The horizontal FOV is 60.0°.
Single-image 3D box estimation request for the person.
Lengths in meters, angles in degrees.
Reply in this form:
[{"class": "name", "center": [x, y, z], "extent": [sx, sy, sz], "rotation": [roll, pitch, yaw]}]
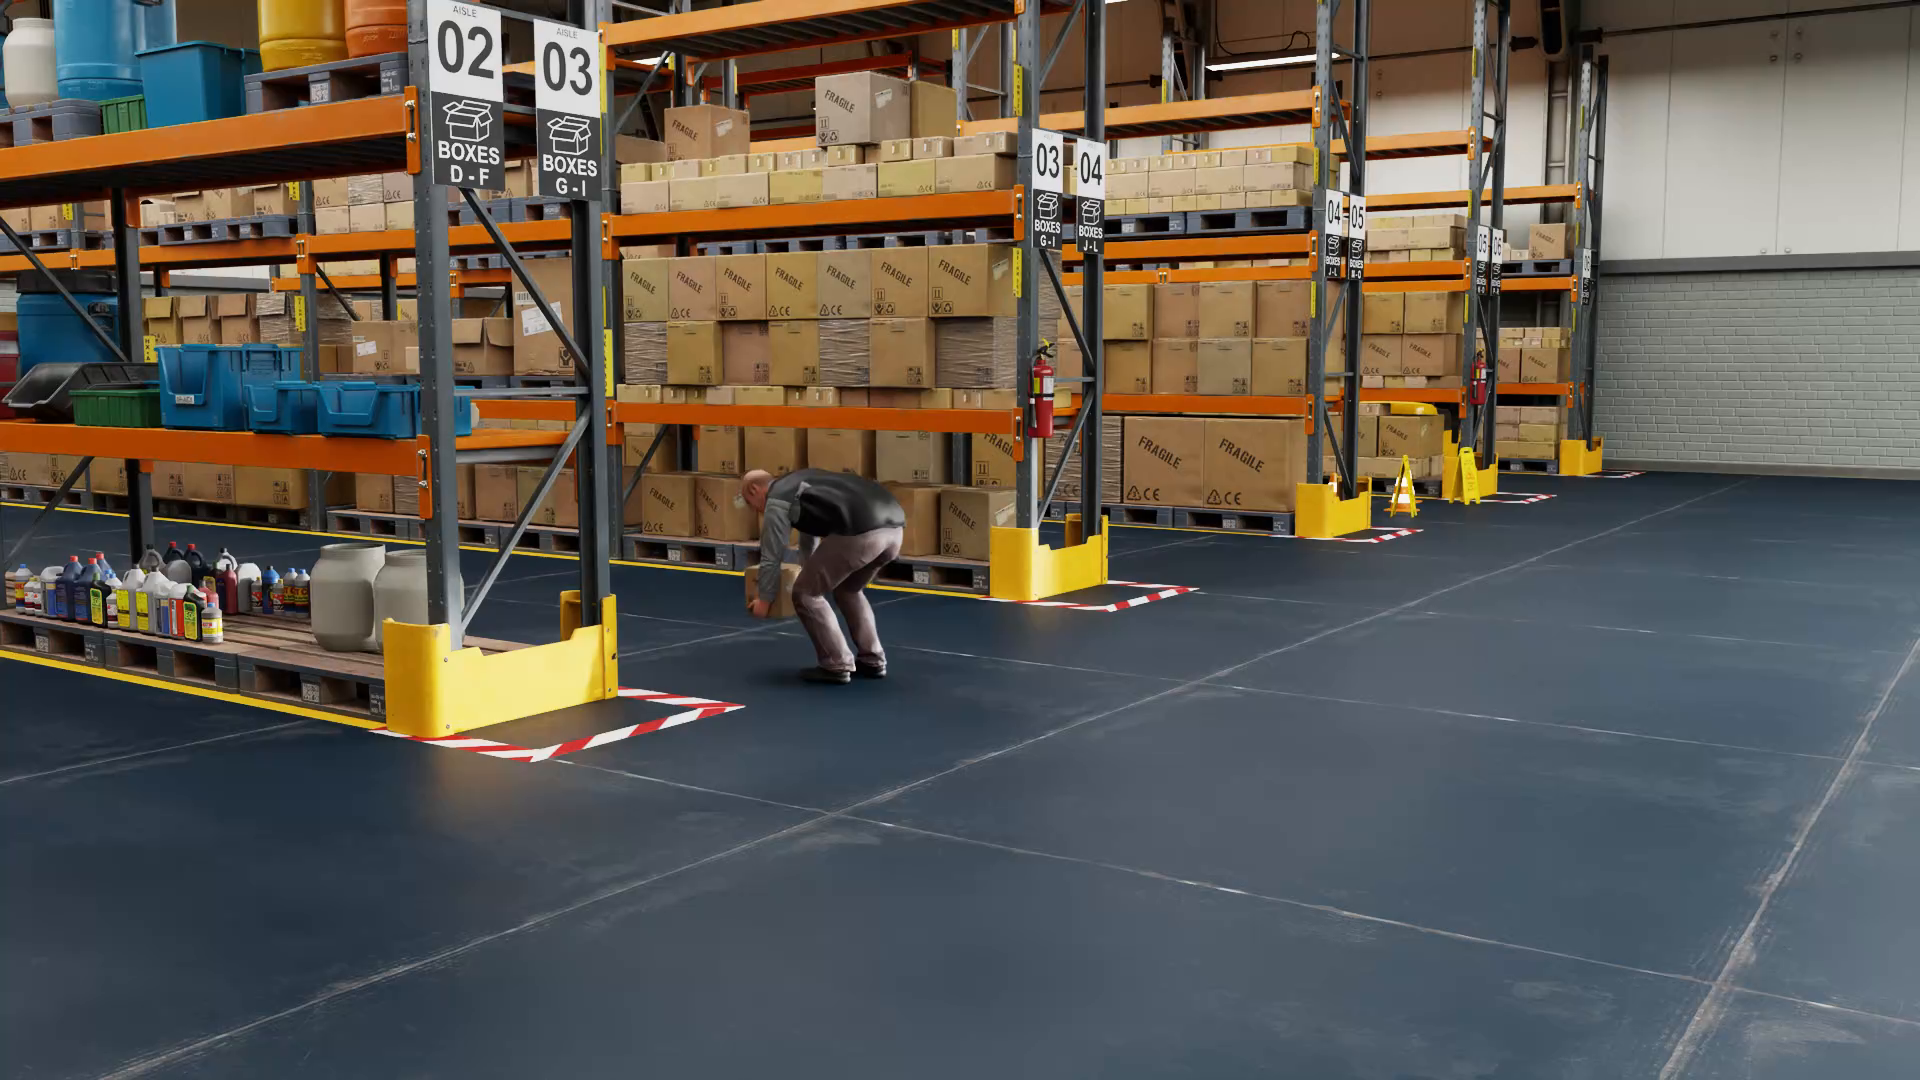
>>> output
[{"class": "person", "center": [-0.736, 0.172, 8.696], "extent": [0.947, 1.094, 0.493], "rotation": [4, 7, 31]}]
